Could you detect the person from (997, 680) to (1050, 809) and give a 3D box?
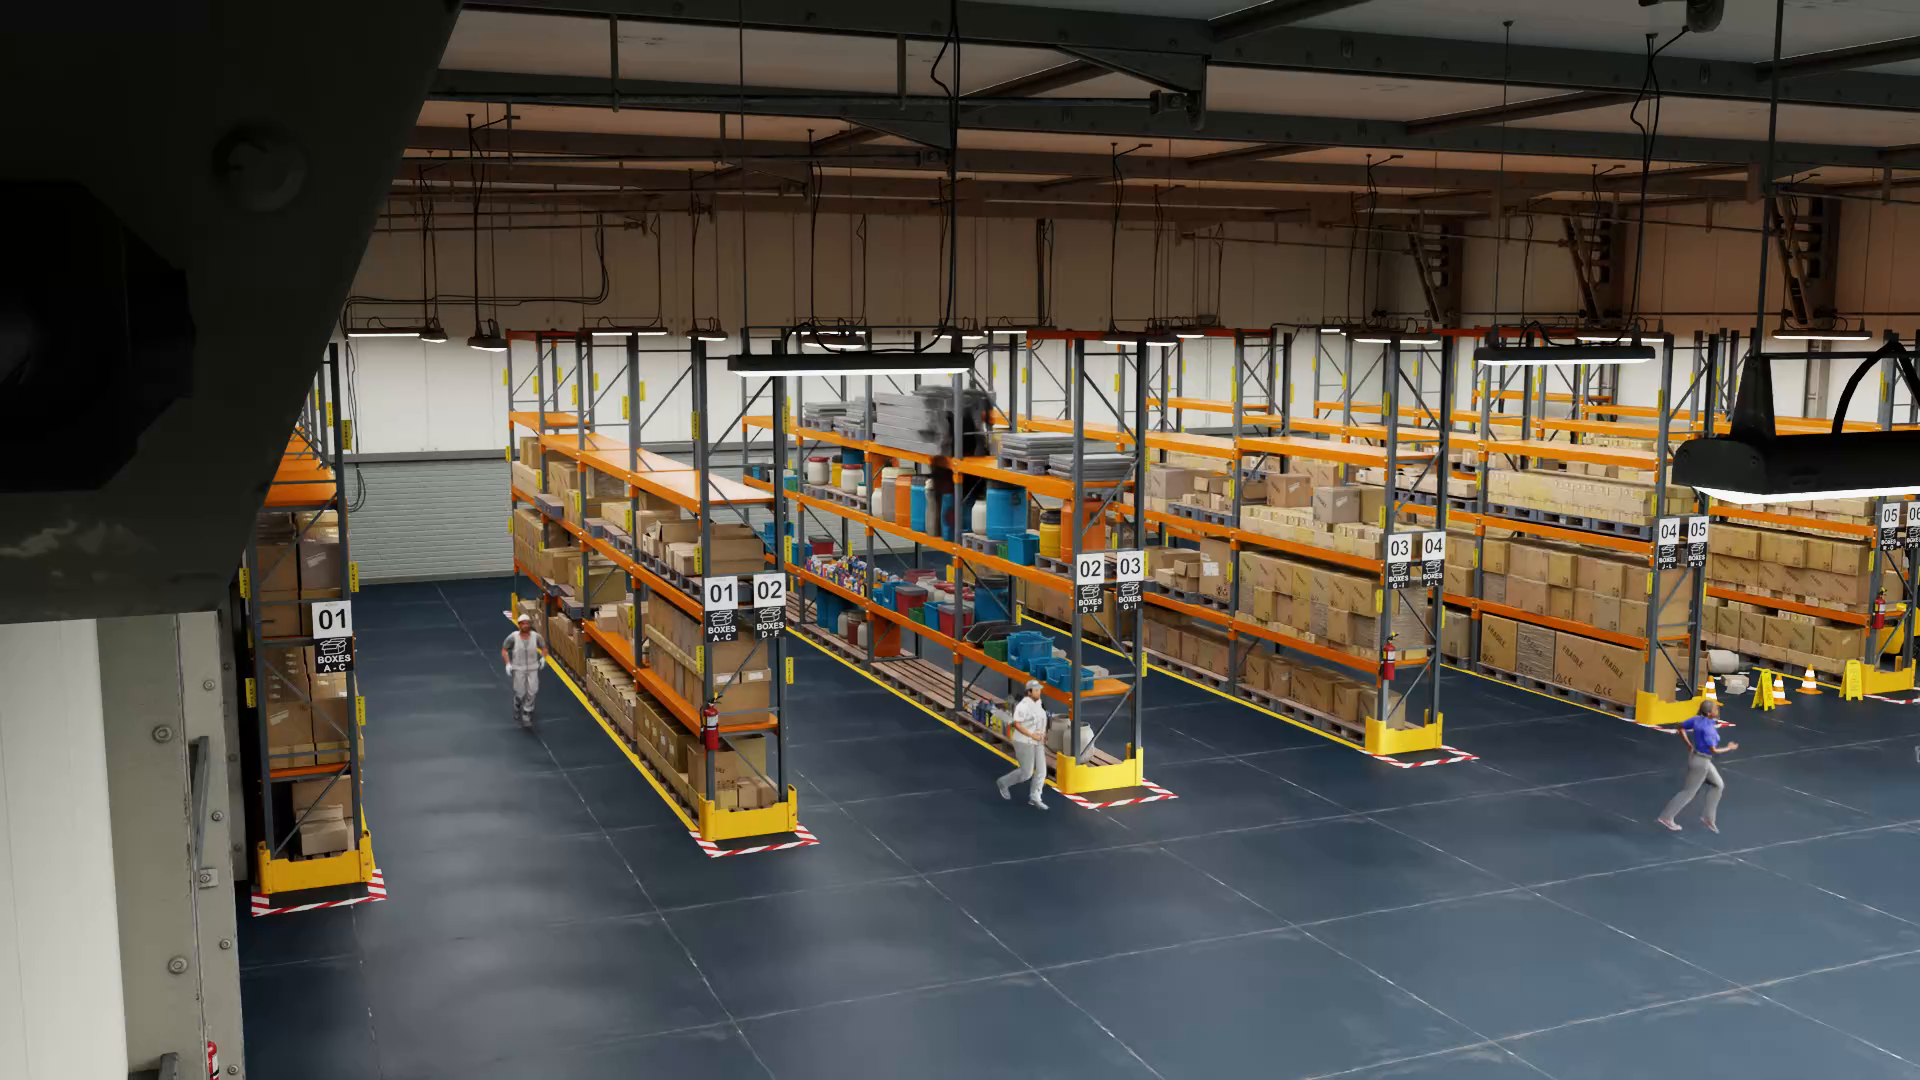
[{"bbox_3d":[0.862,2.623,21.507,0.724,1.672,0.632,5,9,34],"label":"person"}]

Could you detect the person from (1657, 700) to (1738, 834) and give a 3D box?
[{"bbox_3d":[8.998,2.772,20.298,0.885,1.697,0.584,2,8,13],"label":"person"}]

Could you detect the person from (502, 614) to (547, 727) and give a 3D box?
[{"bbox_3d":[-6.661,2.000,25.552,0.673,1.751,0.590,-4,9,-25],"label":"person"}]
